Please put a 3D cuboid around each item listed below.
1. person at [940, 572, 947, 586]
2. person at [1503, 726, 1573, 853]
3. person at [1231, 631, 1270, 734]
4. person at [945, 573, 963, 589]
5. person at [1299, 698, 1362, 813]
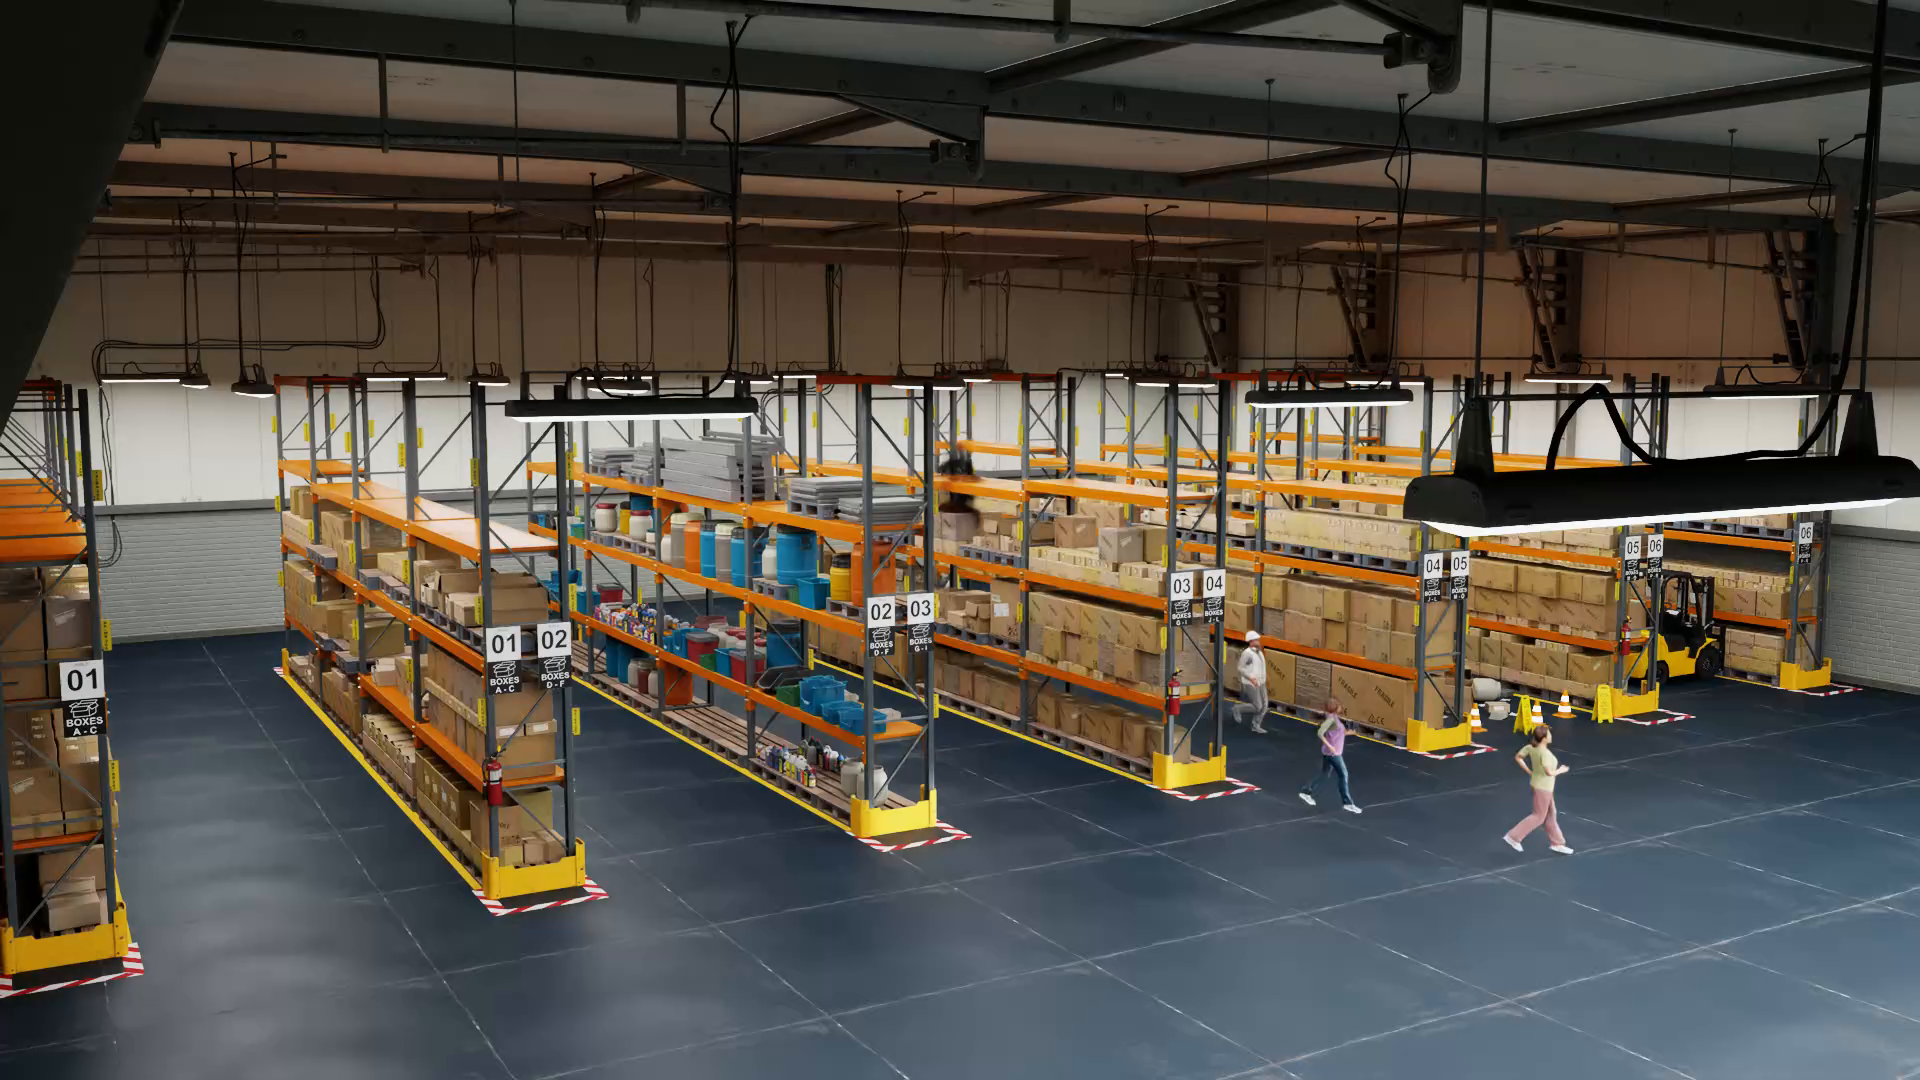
[{"bbox_3d":[-0.497,0.926,42.149,0.580,1.608,0.699,-1,6,-13],"label":"person"},{"bbox_3d":[7.359,3.178,21.066,0.950,1.669,0.574,0,6,-3],"label":"person"},{"bbox_3d":[4.940,2.400,28.171,0.634,1.732,0.660,5,8,41],"label":"person"},{"bbox_3d":[-0.145,1.477,37.335,0.547,1.594,0.781,-3,7,-26],"label":"person"},{"bbox_3d":[5.168,2.989,23.143,0.869,1.593,0.528,1,6,5],"label":"person"}]
